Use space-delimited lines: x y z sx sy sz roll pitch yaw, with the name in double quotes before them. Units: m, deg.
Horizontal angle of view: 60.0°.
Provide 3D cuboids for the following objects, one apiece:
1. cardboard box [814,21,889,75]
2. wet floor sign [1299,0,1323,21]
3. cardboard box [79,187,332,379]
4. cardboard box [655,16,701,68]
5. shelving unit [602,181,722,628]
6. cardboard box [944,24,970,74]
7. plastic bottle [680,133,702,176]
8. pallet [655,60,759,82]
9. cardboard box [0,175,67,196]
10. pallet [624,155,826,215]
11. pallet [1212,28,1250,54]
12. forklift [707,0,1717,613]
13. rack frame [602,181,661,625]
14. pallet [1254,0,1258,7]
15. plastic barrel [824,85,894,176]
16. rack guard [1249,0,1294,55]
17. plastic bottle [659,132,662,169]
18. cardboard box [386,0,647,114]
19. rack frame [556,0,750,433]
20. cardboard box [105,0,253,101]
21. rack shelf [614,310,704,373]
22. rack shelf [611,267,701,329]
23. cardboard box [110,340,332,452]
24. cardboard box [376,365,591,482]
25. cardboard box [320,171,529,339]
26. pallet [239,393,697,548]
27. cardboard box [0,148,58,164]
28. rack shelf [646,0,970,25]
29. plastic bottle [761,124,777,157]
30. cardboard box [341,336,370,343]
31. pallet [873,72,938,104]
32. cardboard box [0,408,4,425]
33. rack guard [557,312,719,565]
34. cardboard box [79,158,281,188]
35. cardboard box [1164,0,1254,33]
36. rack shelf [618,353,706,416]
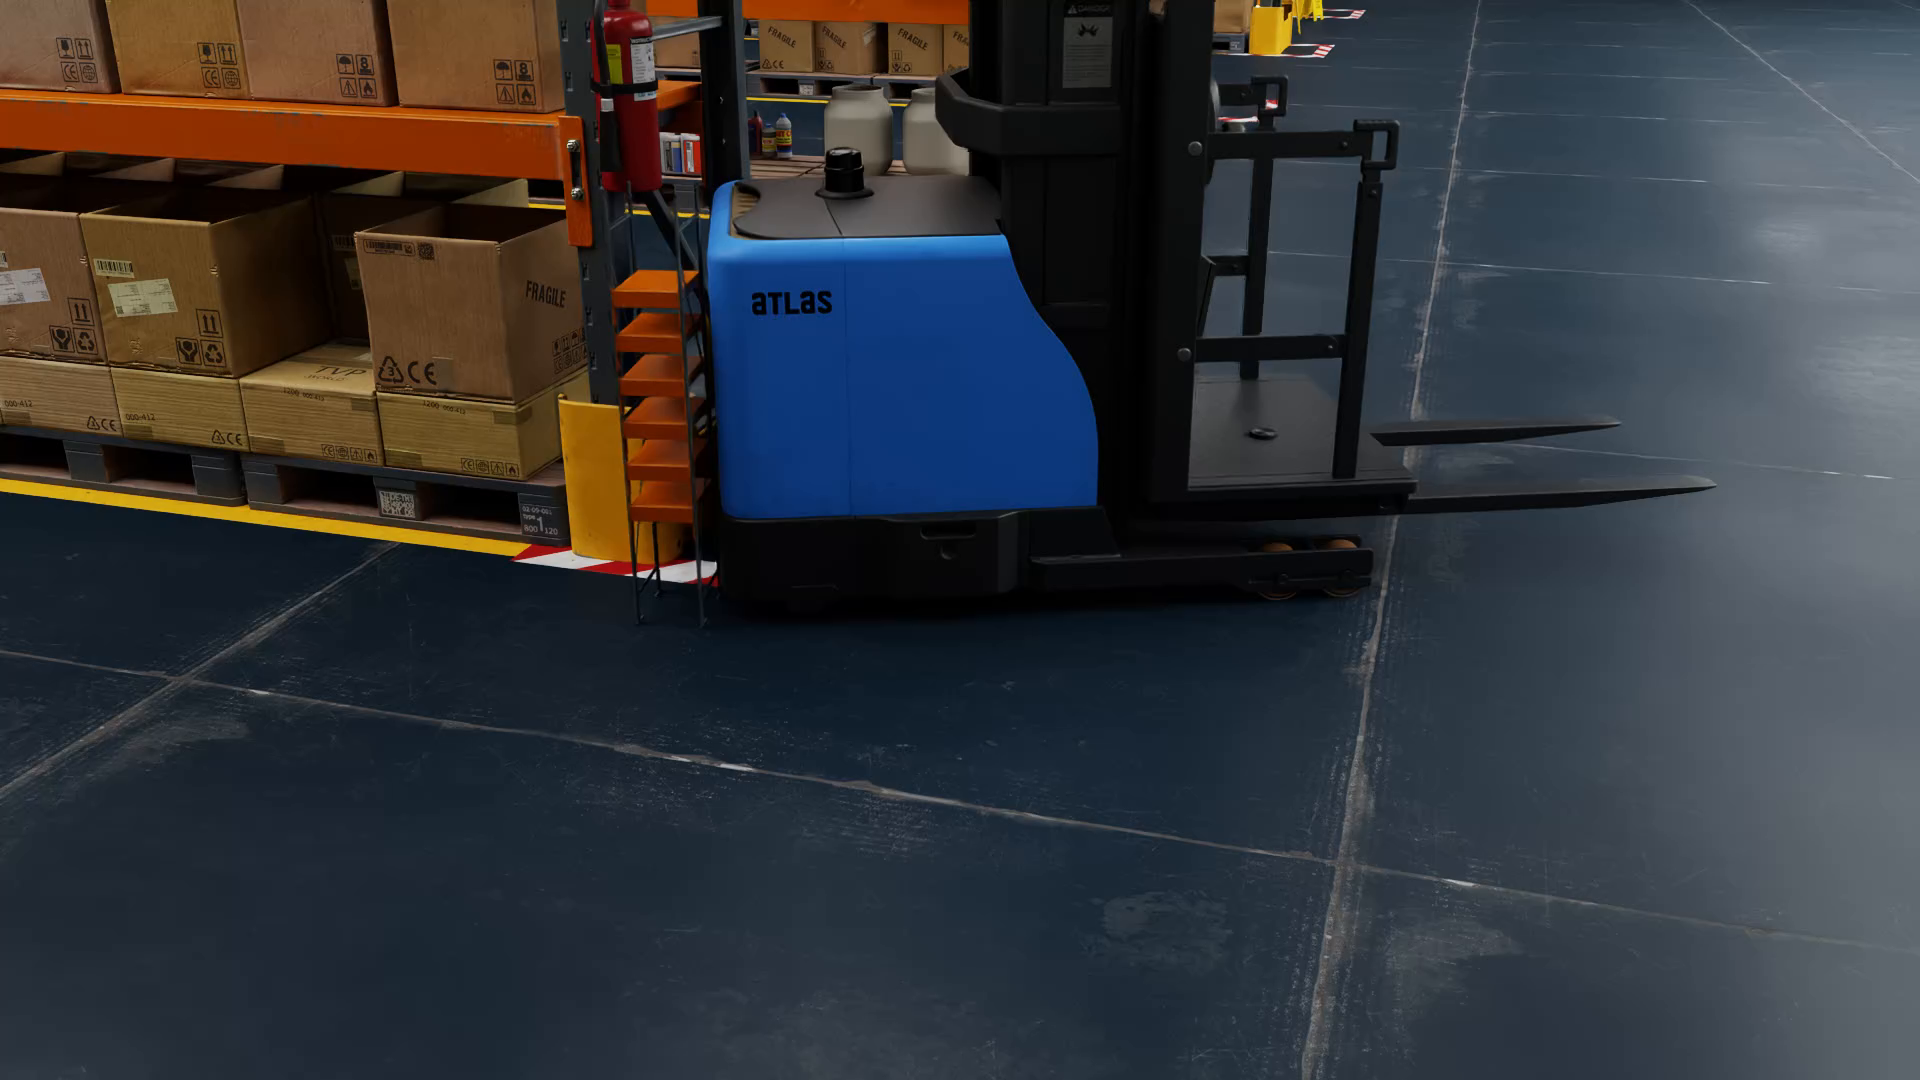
"cardboard box" -0.959 -4.495 15.016 0.500 0.500 0.500 15 27 32
"wet floor sign" 4.684 -7.239 22.067 0.232 0.644 0.267 16 27 34
"cardboard box" -2.478 -0.862 5.501 0.500 0.500 0.500 7 23 16
"cardboard box" -2.463 -4.698 15.484 0.500 0.500 0.700 5 23 11
"shelving unit" -0.805 -0.357 4.560 0.189 1.200 0.258 2 22 5
"cardboard box" 0.179 -4.378 14.731 0.500 0.500 0.500 9 24 20
"plastic bottle" -1.601 -2.360 10.081 0.135 0.276 0.152 7 23 16
"pallet" -2.627 -4.370 15.646 1.213 0.211 1.003 7 23 16
"cardboard box" -3.435 -0.972 5.768 0.500 0.500 0.500 7 23 16
"pallet" -1.509 -2.264 10.511 1.213 0.211 1.003 7 23 16
"pallet" 2.690 -5.697 18.881 1.213 0.211 1.003 7 23 15
"forklift" 0.777 -1.377 4.764 3.031 2.935 1.130 -2 22 -6
"rack frame" -0.896 -0.361 4.568 0.006 1.200 0.240 2 22 5
"pallet" 3.970 -7.558 23.416 1.213 0.211 1.003 7 23 16
"plastic barrel" -0.615 -2.480 10.088 0.421 0.512 0.421 0 22 0
"rack guard" 3.501 -5.769 18.675 0.348 0.500 1.175 7 23 16
"plastic bottle" -1.893 -2.427 10.145 0.185 0.351 0.144 8 23 18
"cardboard box" -1.360 -1.640 5.184 0.500 0.500 0.700 7 23 16
"rack frame" -0.917 -1.538 5.067 0.127 3.000 1.000 7 23 16
"cardboard box" -2.338 -1.753 5.458 0.500 0.500 0.700 7 23 16
"rack shelf" -0.805 -0.538 4.486 0.180 0.103 0.258 2 22 5
"rack shelf" -0.805 -0.649 4.440 0.180 0.103 0.258 2 22 5
"cardboard box" -2.477 -0.516 5.646 0.500 0.250 0.500 7 23 16
"cardboard box" -1.516 -0.412 5.391 0.500 0.250 0.500 7 23 16
"cardboard box" -1.845 -1.001 5.839 0.500 0.500 0.500 7 23 16
"pallet" -1.661 -0.317 5.764 1.213 0.211 1.003 7 23 16
"cardboard box" -3.764 -1.215 6.362 0.500 0.500 0.500 7 23 16
"rack shelf" -1.397 -3.224 10.125 4.000 0.370 1.077 7 23 16
"plastic bottle" -1.227 -2.570 10.689 0.097 0.201 0.097 0 22 0
"cardboard box" -1.846 -0.653 5.980 0.500 0.250 0.500 7 23 16
"pallet" -0.056 -4.092 14.966 1.213 0.211 1.003 7 23 16
"cardboard box" -3.436 -0.624 5.910 0.500 0.250 0.500 7 23 16
"rack guard" -0.894 -0.379 5.535 0.348 0.500 1.175 7 23 16
"cardboard box" -2.801 -1.112 6.111 0.500 0.500 0.500 7 23 16
"cardboard box" 2.809 -6.190 18.653 0.875 0.875 0.875 7 23 16
"rack shelf" -0.805 -0.427 4.531 0.180 0.103 0.258 2 22 5
